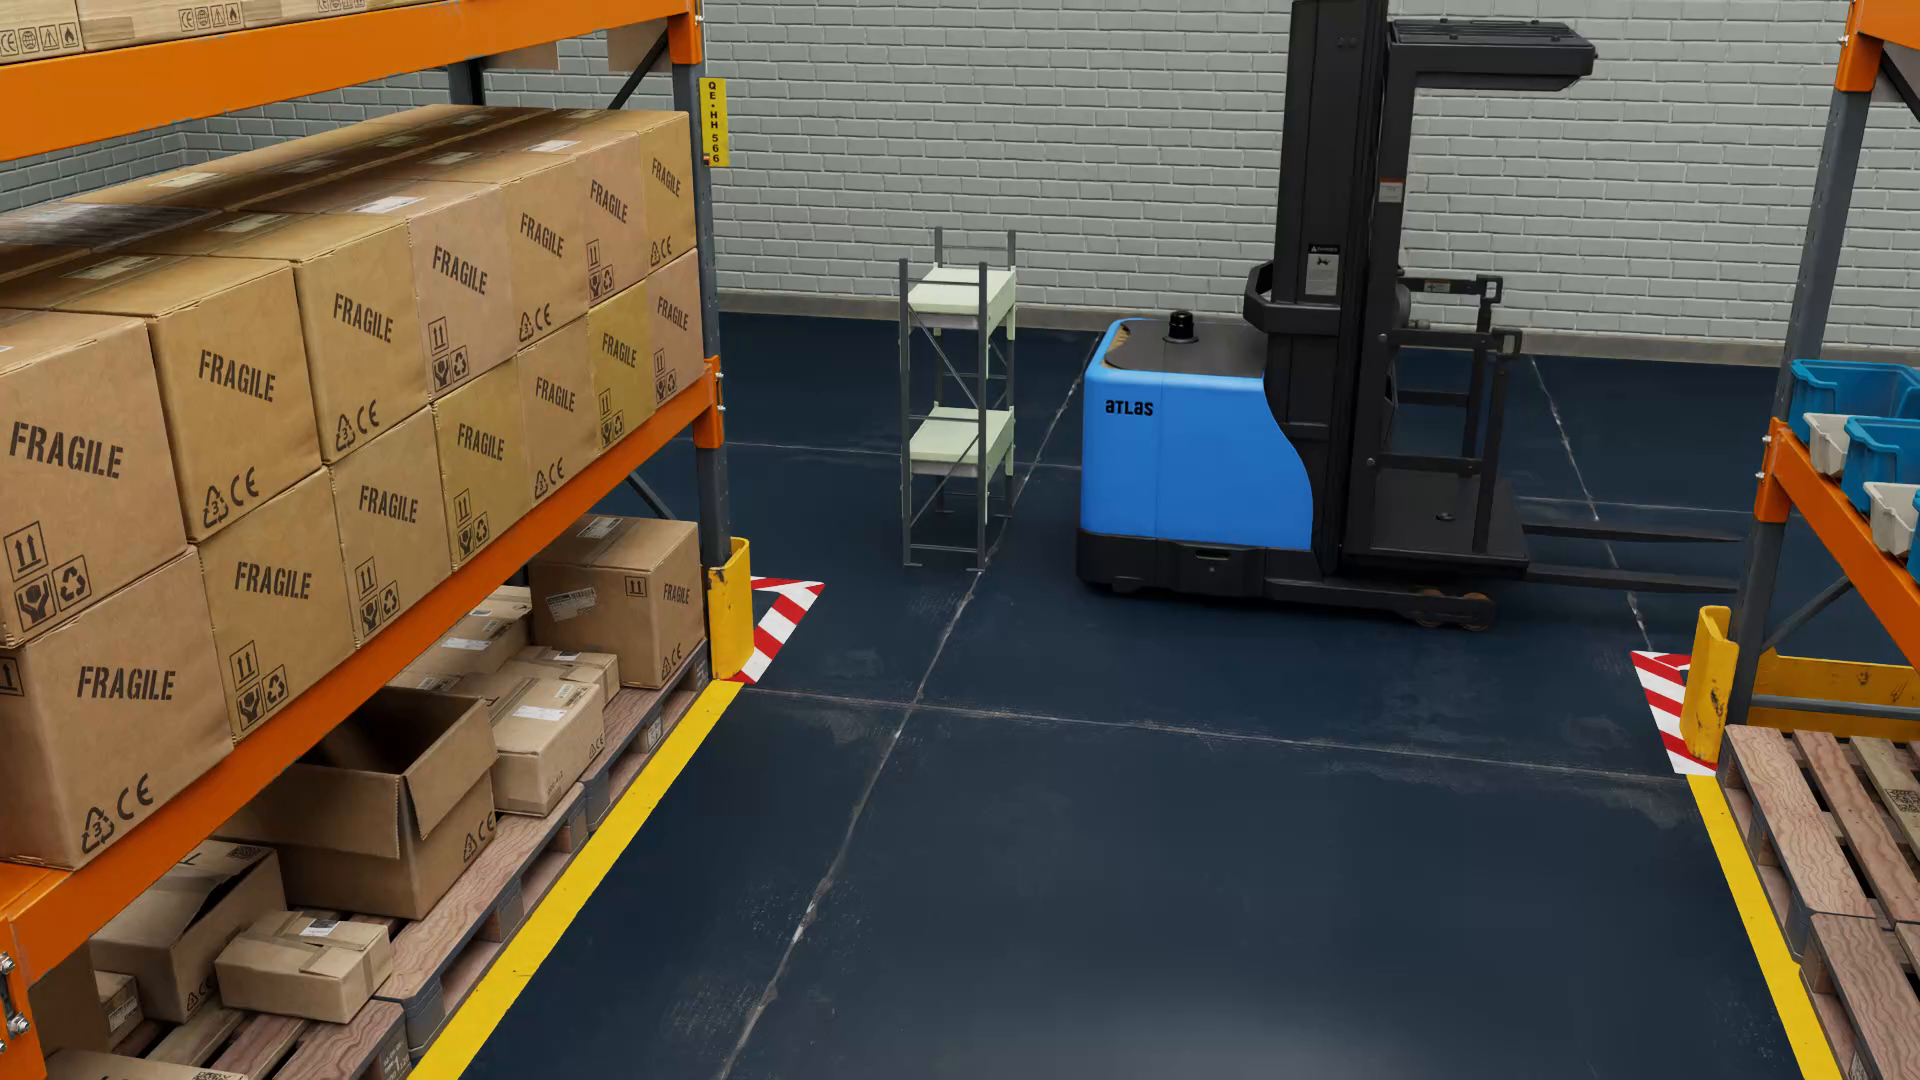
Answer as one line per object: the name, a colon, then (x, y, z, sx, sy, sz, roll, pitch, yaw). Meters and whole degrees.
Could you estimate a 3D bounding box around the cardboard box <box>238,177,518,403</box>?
cardboard box: (-1.596, -0.706, 4.619, 0.500, 0.500, 0.500, 5, 23, 13)

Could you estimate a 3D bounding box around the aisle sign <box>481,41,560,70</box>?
aisle sign: (-1.740, -2.195, 6.310, 0.394, 0.787, 0.004, 4, 22, 11)

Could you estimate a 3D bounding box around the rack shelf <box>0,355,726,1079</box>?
rack shelf: (-1.874, 0.123, 4.996, 1.077, 0.370, 4.000, 4, 22, 11)

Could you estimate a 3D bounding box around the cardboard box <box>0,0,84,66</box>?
cardboard box: (-1.941, -0.960, 2.908, 0.500, 0.250, 0.500, 4, 22, 11)

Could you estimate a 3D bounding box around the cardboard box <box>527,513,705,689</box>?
cardboard box: (-1.336, 0.231, 6.522, 0.500, 0.500, 0.500, 4, 22, 11)

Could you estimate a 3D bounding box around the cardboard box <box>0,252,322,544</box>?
cardboard box: (-1.806, -0.329, 3.683, 0.500, 0.500, 0.500, 4, 22, 9)

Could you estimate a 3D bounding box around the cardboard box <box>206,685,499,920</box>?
cardboard box: (-1.904, 0.787, 5.137, 0.797, 0.503, 0.637, 4, 22, 11)

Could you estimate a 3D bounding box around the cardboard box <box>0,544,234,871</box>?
cardboard box: (-1.912, 0.309, 3.438, 0.500, 0.500, 0.500, 5, 22, 12)

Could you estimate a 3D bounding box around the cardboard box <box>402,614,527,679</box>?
cardboard box: (-1.957, 0.489, 6.215, 0.500, 0.250, 0.500, 4, 22, 11)

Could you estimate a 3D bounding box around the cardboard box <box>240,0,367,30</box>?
cardboard box: (-1.731, -1.325, 3.815, 0.500, 0.250, 0.500, 4, 22, 11)

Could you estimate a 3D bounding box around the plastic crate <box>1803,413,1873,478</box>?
plastic crate: (2.863, -0.292, 5.337, 0.250, 0.136, 0.298, 4, 22, 11)

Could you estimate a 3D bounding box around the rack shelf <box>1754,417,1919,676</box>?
rack shelf: (2.974, 0.502, 4.055, 1.077, 0.370, 4.000, 4, 22, 11)

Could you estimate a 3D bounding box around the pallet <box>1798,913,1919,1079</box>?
pallet: (2.925, 1.474, 4.412, 1.003, 0.211, 1.213, 4, 22, 11)

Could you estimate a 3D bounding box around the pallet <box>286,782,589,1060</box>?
pallet: (-1.894, 1.116, 5.301, 1.003, 0.211, 1.213, 4, 22, 11)

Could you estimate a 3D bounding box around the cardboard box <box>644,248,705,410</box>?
cardboard box: (-1.291, -0.804, 6.201, 0.500, 0.500, 0.500, 5, 23, 13)

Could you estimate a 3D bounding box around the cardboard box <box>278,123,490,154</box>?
cardboard box: (-1.914, -1.118, 5.643, 0.500, 0.500, 0.500, 5, 22, 11)

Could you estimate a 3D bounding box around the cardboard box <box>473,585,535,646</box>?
cardboard box: (-1.888, 0.303, 6.813, 0.380, 0.149, 0.250, 4, 22, 11)

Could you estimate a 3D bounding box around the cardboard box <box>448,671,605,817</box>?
cardboard box: (-1.559, 0.692, 5.712, 0.500, 0.250, 0.500, 4, 22, 11)

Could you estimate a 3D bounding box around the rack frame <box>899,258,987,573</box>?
rack frame: (-0.076, -0.559, 7.735, 0.400, 1.500, 0.023, 4, 22, 11)

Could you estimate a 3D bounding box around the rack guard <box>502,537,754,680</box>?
rack guard: (-1.482, 0.245, 7.076, 1.175, 0.500, 0.348, 4, 22, 11)

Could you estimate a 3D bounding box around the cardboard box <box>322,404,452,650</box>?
cardboard box: (-1.706, -0.062, 4.357, 0.500, 0.500, 0.500, 4, 22, 11)

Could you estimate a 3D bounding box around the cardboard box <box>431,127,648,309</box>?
cardboard box: (-1.390, -1.084, 5.557, 0.500, 0.500, 0.500, 5, 22, 12)

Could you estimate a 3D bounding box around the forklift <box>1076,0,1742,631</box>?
forklift: (2.113, -1.175, 7.347, 3.031, 2.935, 1.130, 5, 22, 12)

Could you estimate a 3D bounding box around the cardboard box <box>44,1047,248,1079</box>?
cardboard box: (-1.985, 1.427, 3.806, 0.500, 0.311, 0.500, 4, 22, 11)

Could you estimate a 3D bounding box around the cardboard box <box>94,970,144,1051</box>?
cardboard box: (-2.426, 1.267, 4.419, 0.380, 0.149, 0.250, 4, 22, 11)

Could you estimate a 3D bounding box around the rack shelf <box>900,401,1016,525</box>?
rack shelf: (-0.001, -0.391, 8.189, 0.431, 0.370, 0.720, 4, 22, 11)

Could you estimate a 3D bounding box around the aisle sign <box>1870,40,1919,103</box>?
aisle sign: (3.106, -1.818, 5.373, 0.394, 0.787, 0.004, 4, 22, 11)

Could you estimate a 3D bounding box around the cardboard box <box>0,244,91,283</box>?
cardboard box: (-2.331, -0.382, 3.814, 0.500, 0.500, 0.500, 4, 22, 10)

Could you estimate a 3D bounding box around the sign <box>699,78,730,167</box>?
sign: (-0.927, -1.576, 6.279, 0.100, 0.325, 0.005, 4, 22, 11)

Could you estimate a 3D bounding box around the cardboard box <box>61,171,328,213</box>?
cardboard box: (-2.124, -0.750, 4.728, 0.500, 0.500, 0.500, 4, 22, 10)

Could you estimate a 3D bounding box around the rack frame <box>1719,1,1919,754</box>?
rack frame: (3.382, -0.563, 5.737, 1.000, 3.000, 0.127, 4, 22, 11)

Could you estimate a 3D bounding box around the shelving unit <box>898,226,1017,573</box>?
shelving unit: (-0.001, -0.693, 8.067, 0.431, 1.500, 0.755, 4, 22, 11)

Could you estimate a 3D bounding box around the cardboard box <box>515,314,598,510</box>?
cardboard box: (-1.501, -0.432, 5.277, 0.500, 0.500, 0.500, 5, 22, 11)

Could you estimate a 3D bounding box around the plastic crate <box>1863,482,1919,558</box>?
plastic crate: (2.725, -0.044, 4.721, 0.250, 0.136, 0.298, 4, 22, 11)
